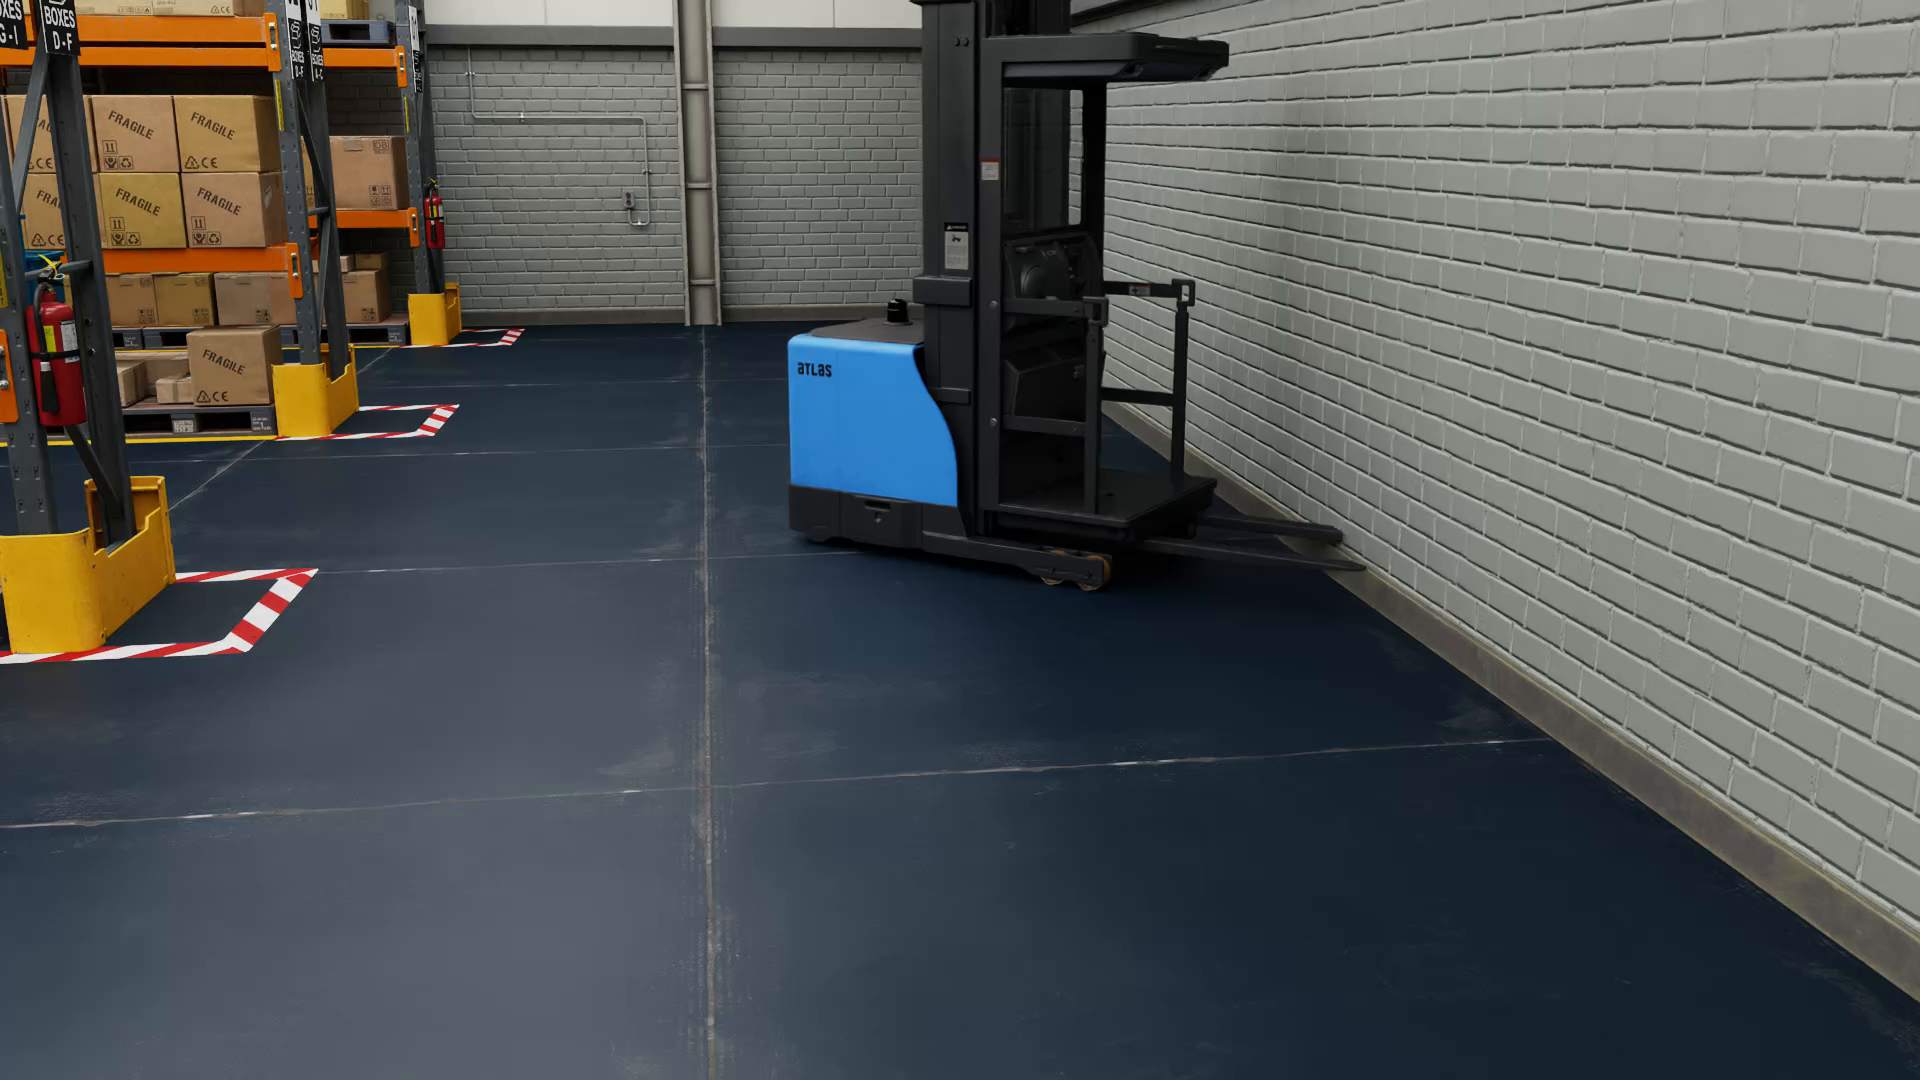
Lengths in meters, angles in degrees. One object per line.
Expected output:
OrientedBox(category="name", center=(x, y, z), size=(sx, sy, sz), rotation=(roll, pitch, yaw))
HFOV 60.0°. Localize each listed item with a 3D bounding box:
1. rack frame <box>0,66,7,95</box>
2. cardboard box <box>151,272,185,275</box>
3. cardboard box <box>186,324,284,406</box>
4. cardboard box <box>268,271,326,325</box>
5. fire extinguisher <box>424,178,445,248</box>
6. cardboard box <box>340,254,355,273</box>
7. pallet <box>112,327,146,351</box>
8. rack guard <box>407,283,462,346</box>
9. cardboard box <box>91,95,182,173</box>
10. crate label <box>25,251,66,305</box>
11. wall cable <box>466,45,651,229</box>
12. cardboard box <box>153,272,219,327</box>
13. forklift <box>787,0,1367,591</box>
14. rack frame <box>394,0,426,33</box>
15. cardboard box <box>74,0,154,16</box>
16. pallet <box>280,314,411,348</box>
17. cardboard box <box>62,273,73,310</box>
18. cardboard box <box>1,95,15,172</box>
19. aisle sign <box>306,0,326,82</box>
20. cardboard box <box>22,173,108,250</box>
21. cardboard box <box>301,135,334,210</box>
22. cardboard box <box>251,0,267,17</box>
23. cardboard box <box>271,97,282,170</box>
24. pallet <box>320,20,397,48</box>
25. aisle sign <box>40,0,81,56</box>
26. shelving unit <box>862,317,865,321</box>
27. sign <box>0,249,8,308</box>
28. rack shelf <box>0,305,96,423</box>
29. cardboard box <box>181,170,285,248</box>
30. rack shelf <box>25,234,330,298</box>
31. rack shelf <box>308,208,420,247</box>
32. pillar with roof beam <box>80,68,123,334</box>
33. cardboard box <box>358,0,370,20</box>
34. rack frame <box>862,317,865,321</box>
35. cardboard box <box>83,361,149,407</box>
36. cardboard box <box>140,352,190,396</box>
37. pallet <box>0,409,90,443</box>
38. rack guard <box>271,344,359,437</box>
OrientedBox(category="rack frame", center=(-9.290, -3.362, 15.961), size=(0.127, 3.000, 1.000), rotation=(-2, 14, -8))
OrientedBox(category="cardboard box", center=(-7.653, -2.658, 16.095), size=(0.250, 0.149, 0.380), rotation=(-3, 14, -10))
OrientedBox(category="cardboard box", center=(-5.094, -1.238, 11.724), size=(0.500, 0.500, 0.500), rotation=(-2, 14, -8))
OrientedBox(category="cardboard box", center=(-6.507, -2.431, 16.523), size=(0.500, 0.500, 0.700), rotation=(-2, 14, -8))
OrientedBox(category="fire extinguisher", center=(-5.117, -3.183, 16.173), size=(0.183, 0.674, 0.296), rotation=(-2, 14, -8))
OrientedBox(category="cardboard box", center=(-6.112, -2.715, 16.323), size=(0.250, 0.149, 0.380), rotation=(-2, 14, -9))
OrientedBox(category="pallet", center=(-8.526, -2.018, 16.335), size=(1.213, 0.211, 1.003), rotation=(-2, 14, -8))
OrientedBox(category="rack guard", center=(-5.311, -2.295, 16.847), size=(0.348, 0.500, 1.175), rotation=(-2, 14, -8))
OrientedBox(category="cardboard box", center=(-5.491, -2.748, 11.253), size=(0.500, 0.500, 0.500), rotation=(-2, 14, -7))
OrientedBox(category="crate label", center=(-4.152, -1.142, 7.330), size=(0.303, 0.233, 0.416), rotation=(-2, 14, -8))
OrientedBox(category="wall cable", center=(-4.209, -4.274, 17.508), size=(1.851, 1.984, 0.084), rotation=(-2, 14, -8))
OrientedBox(category="cardboard box", center=(-7.530, -2.391, 16.366), size=(0.500, 0.500, 0.700), rotation=(-2, 14, -7))
OrientedBox(category="forklift", center=(0.635, -1.332, 8.009), size=(3.031, 2.935, 1.130), rotation=(8, 16, 30))
OrientedBox(category="rack frame", center=(-5.335, -6.417, 15.810), size=(0.127, 3.000, 1.000), rotation=(-2, 14, -8))
OrientedBox(category="cardboard box", center=(-5.558, -3.600, 11.053), size=(0.500, 0.250, 0.500), rotation=(-2, 14, -8))
OrientedBox(category="pallet", center=(-6.114, -2.107, 16.688), size=(1.213, 0.211, 1.003), rotation=(-2, 14, -8))
OrientedBox(category="cardboard box", center=(-8.535, -2.356, 16.224), size=(0.500, 0.500, 0.700), rotation=(-2, 14, -8))
OrientedBox(category="cardboard box", center=(-6.511, -2.710, 11.099), size=(0.500, 0.500, 0.500), rotation=(-2, 14, -7))
OrientedBox(category="aisle sign", center=(-4.569, -3.650, 11.764), size=(0.004, 0.787, 0.394), rotation=(-2, 14, -8))
OrientedBox(category="cardboard box", center=(-6.002, -2.246, 11.306), size=(0.500, 0.500, 0.500), rotation=(-2, 14, -8))
OrientedBox(category="cardboard box", center=(-6.555, -3.603, 16.304), size=(0.700, 0.700, 0.980), rotation=(-2, 14, -9))
OrientedBox(category="cardboard box", center=(-5.139, -3.740, 11.612), size=(0.500, 0.250, 0.500), rotation=(-2, 14, -8))
OrientedBox(category="cardboard box", center=(-5.071, -2.896, 11.844), size=(0.500, 0.500, 0.500), rotation=(-2, 14, -7))
OrientedBox(category="pallet", center=(-6.067, -4.890, 16.068), size=(1.213, 0.211, 1.003), rotation=(-2, 14, -8))
OrientedBox(category="aisle sign", center=(-3.832, -2.459, 7.016), size=(0.004, 0.787, 0.394), rotation=(-2, 14, -8))
OrientedBox(category="shelving unit", center=(-0.408, -0.748, 9.545), size=(0.215, 1.050, 0.252), rotation=(-9, 17, -32))
OrientedBox(category="sign", center=(-3.761, -1.071, 6.492), size=(0.005, 0.325, 0.100), rotation=(-2, 14, -8))
OrientedBox(category="rack shelf", center=(-5.836, -0.703, 6.836), size=(4.000, 0.370, 1.077), rotation=(-2, 14, -8))
OrientedBox(category="cardboard box", center=(-4.995, -2.282, 11.451), size=(0.500, 0.500, 0.500), rotation=(-2, 14, -7))
OrientedBox(category="rack shelf", center=(-6.571, -1.894, 11.587), size=(4.000, 0.370, 1.077), rotation=(-2, 14, -8))
OrientedBox(category="rack shelf", center=(-7.312, -3.086, 16.338), size=(4.000, 0.370, 1.077), rotation=(-2, 14, -8))
OrientedBox(category="pillar with roof beam", center=(-8.085, -5.470, 12.033), size=(0.400, 9.000, 9.100), rotation=(-2, 14, -8))
OrientedBox(category="cardboard box", center=(-6.093, -5.174, 16.259), size=(0.500, 0.250, 0.500), rotation=(-1, 14, -5))
OrientedBox(category="rack frame", center=(-0.474, -0.773, 9.644), size=(0.200, 1.050, 0.008), rotation=(-9, 17, -32))
OrientedBox(category="cardboard box", center=(-6.038, -1.089, 11.646), size=(0.500, 0.250, 0.500), rotation=(-2, 14, -8))
OrientedBox(category="cardboard box", center=(-5.667, -1.226, 12.191), size=(0.500, 0.250, 0.500), rotation=(-2, 14, -8))
OrientedBox(category="pallet", center=(-6.660, -0.888, 11.828), size=(1.213, 0.211, 1.003), rotation=(-2, 14, -8))
OrientedBox(category="rack guard", center=(-4.668, -1.100, 12.082), size=(0.348, 0.500, 1.175), rotation=(-2, 14, -8))
